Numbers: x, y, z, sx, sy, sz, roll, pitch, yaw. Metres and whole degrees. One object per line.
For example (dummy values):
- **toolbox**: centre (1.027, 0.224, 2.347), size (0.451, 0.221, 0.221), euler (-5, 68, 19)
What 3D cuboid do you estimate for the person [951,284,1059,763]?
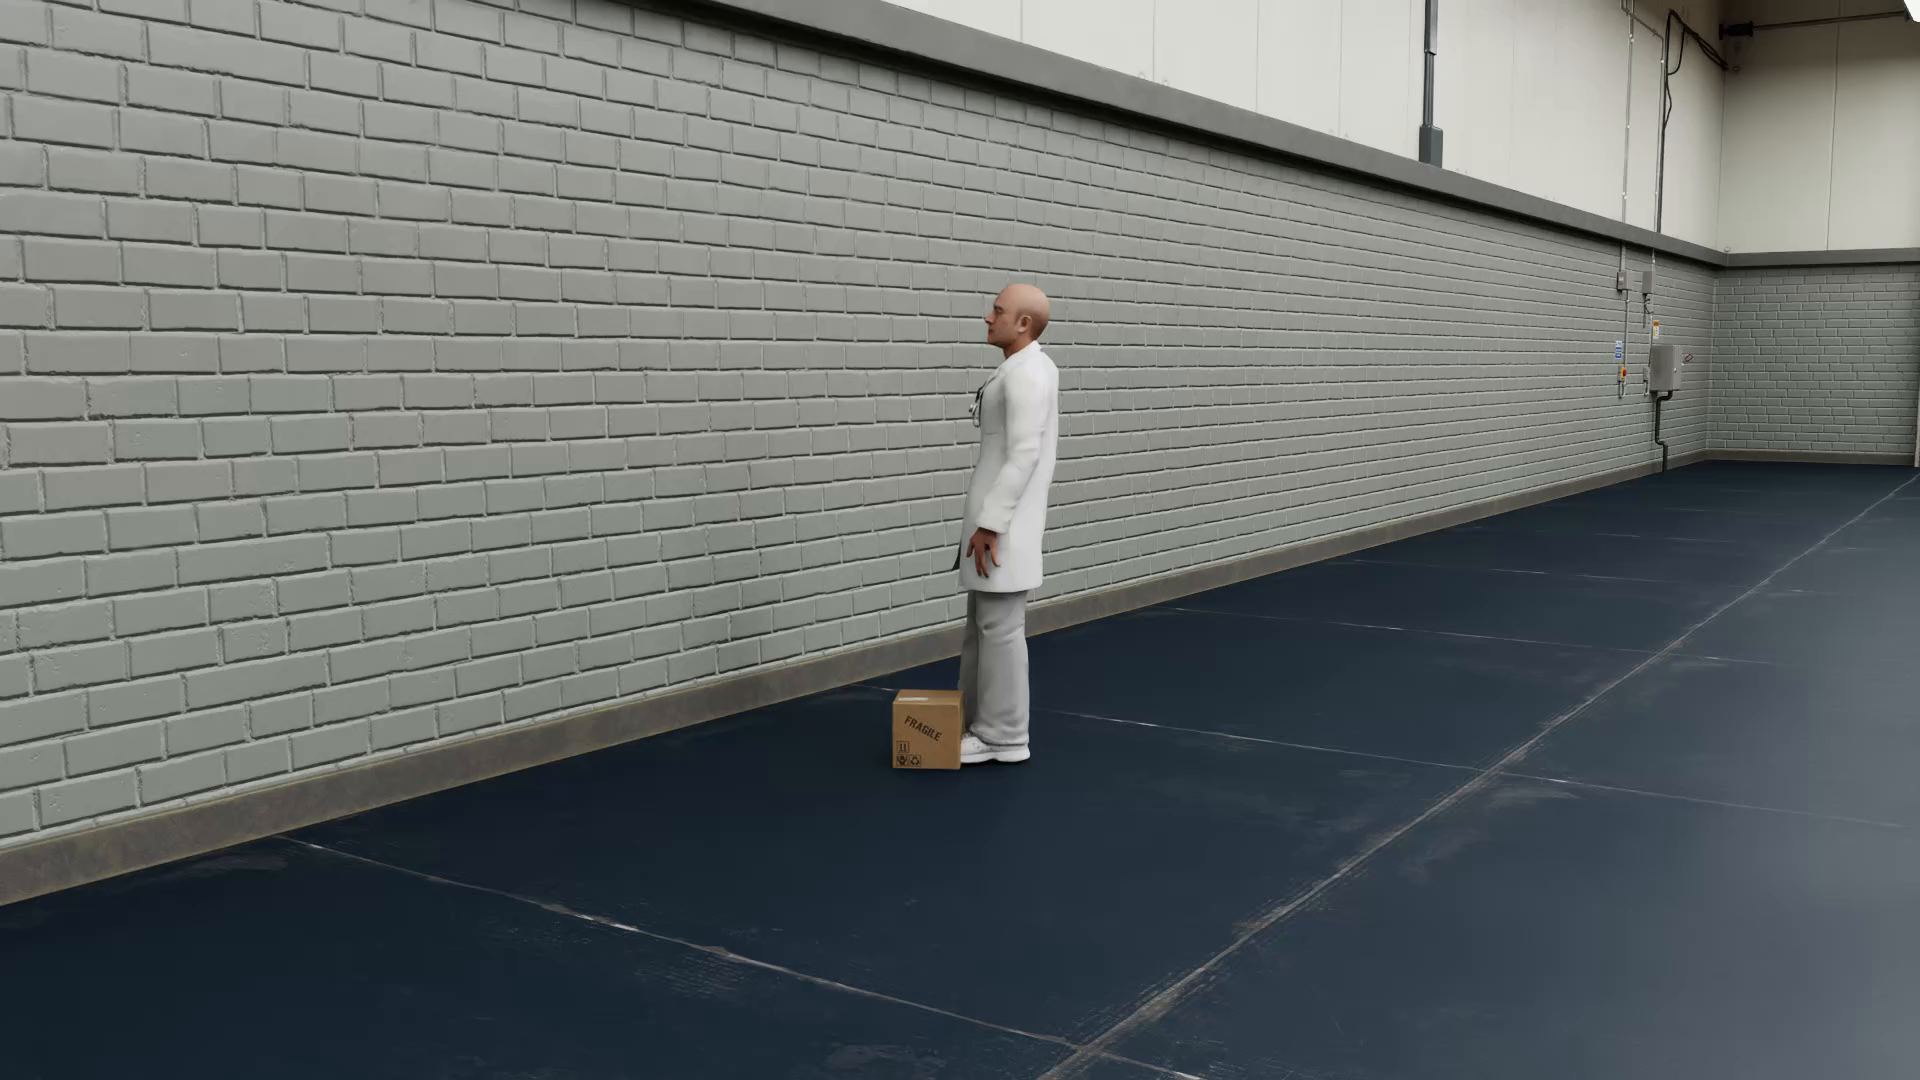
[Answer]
- **person**: centre (0.071, -0.056, 6.197), size (0.582, 1.776, 0.694), euler (1, 6, 5)
